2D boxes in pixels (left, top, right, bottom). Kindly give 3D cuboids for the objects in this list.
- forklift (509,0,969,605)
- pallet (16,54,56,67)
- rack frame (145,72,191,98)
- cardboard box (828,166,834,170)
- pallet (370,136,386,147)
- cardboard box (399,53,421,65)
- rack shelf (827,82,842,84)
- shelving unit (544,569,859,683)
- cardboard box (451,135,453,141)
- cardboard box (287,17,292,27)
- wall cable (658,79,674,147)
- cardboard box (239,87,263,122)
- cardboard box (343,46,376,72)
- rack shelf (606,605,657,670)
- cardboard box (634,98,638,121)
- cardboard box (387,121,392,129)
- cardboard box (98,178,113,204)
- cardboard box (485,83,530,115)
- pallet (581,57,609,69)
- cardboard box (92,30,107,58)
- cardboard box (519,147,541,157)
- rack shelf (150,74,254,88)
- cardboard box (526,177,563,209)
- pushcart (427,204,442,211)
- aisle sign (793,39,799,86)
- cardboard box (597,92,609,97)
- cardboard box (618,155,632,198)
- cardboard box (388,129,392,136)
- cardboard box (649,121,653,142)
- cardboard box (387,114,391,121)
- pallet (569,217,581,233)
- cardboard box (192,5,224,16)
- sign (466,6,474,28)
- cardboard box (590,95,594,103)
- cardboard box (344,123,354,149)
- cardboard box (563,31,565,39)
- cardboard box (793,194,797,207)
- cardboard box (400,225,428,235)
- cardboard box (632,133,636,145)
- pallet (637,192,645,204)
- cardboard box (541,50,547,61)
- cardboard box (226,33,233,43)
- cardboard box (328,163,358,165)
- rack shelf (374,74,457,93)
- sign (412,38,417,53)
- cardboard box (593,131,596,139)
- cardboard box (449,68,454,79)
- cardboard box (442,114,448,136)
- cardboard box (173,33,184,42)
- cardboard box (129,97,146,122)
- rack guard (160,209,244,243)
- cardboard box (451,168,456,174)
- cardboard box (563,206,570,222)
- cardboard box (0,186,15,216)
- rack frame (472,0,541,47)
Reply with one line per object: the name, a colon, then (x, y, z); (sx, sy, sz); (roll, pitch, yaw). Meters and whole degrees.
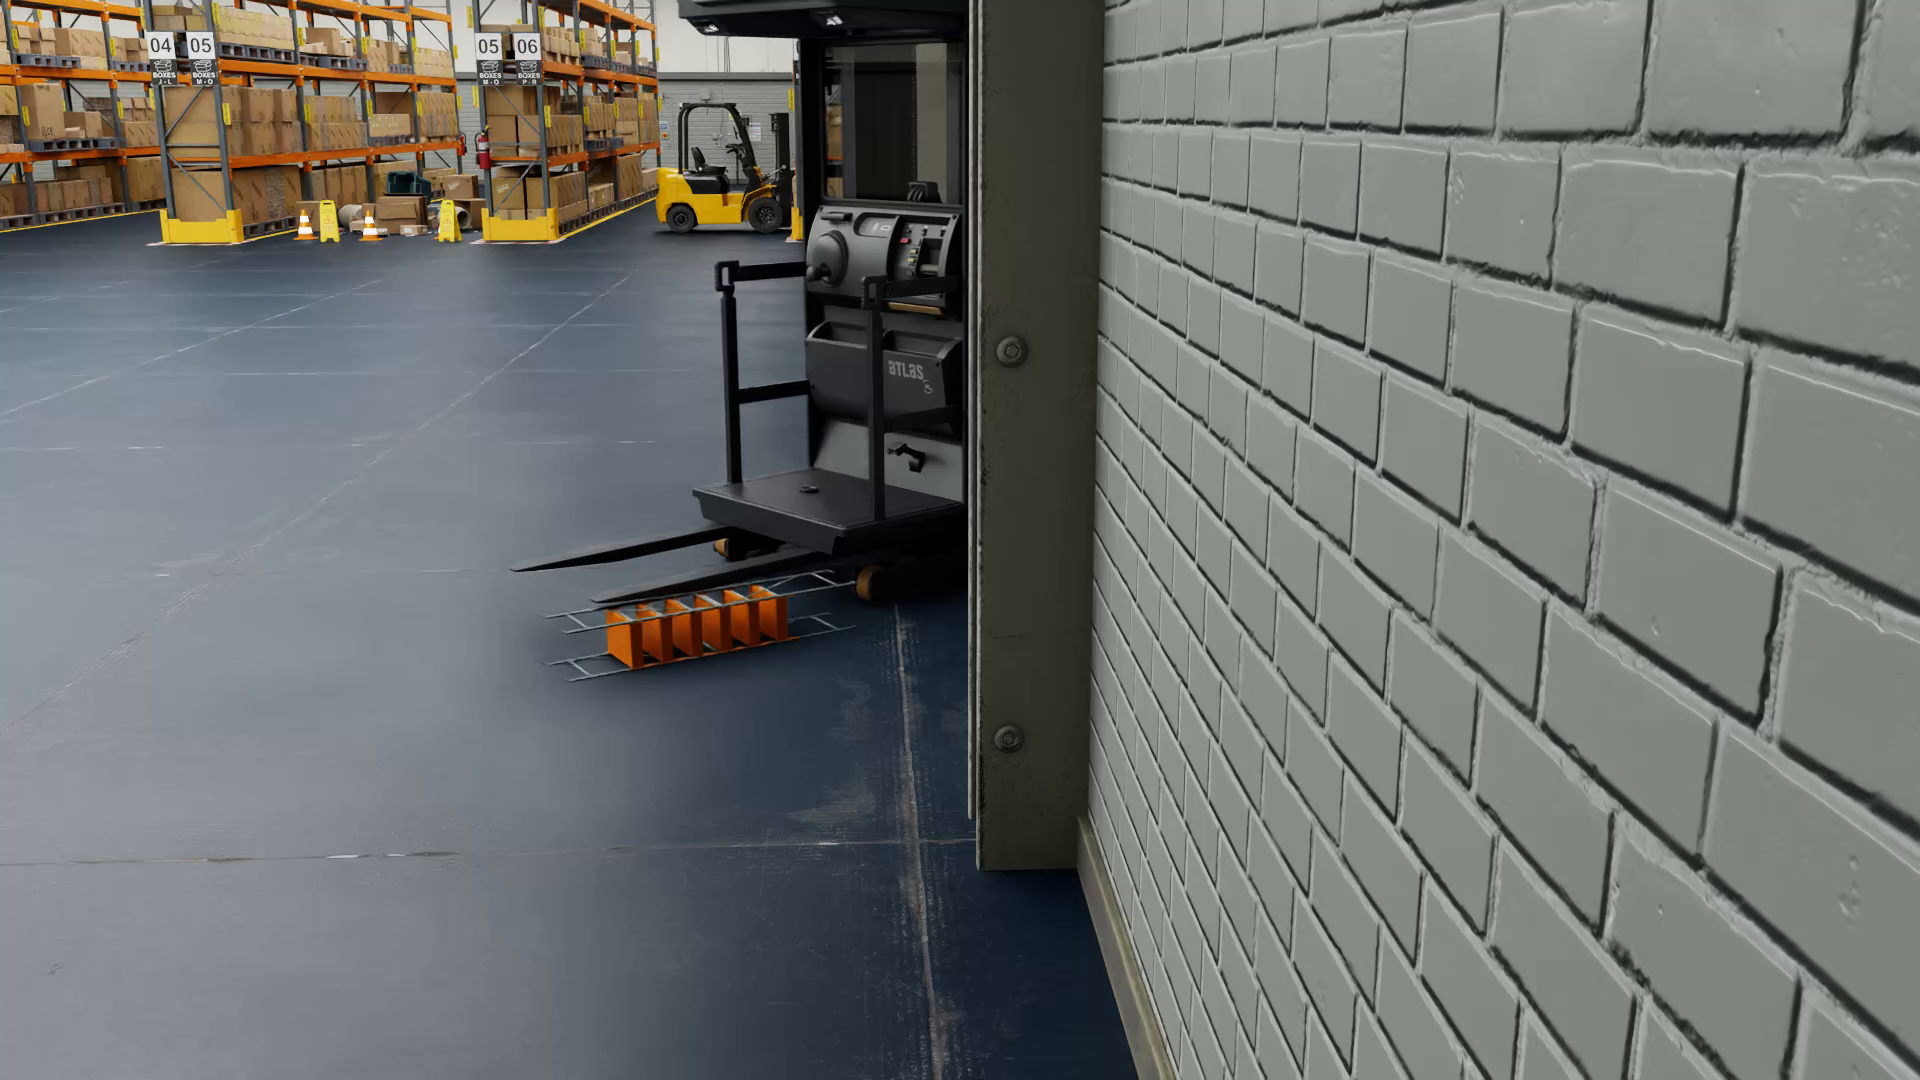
forklift: (-0.498, -1.293, 7.170); (3.031, 2.935, 1.130); (-14, 20, -42)
pallet: (-17.178, -8.667, 30.050); (1.213, 0.211, 1.003); (-1, 14, -3)
rack frame: (-17.741, -9.140, 37.530); (1.000, 3.000, 0.127); (-1, 14, -3)
cardboard box: (-2.923, -8.001, 35.977); (0.380, 0.149, 0.250); (0, 14, -2)
pallet: (-12.687, -8.279, 34.570); (1.213, 0.211, 1.003); (-1, 14, -3)
cardboard box: (-12.575, -10.937, 37.792); (0.500, 0.250, 0.500); (0, 14, -2)
rack shelf: (-3.020, -10.972, 40.075); (1.077, 0.370, 4.000); (-1, 14, -3)
shelving unit: (-0.973, 0.318, 6.404); (1.200, 0.189, 0.258); (-9, 17, -32)
cardboard box: (-12.752, -9.925, 41.087); (0.380, 0.149, 0.250); (-1, 14, -4)
cardboard box: (-11.948, -9.085, 29.156); (0.380, 0.149, 0.250); (-1, 14, -4)
wall cable: (-8.471, -12.197, 47.309); (0.585, 1.953, 0.123); (-1, 14, -3)
cardboard box: (-12.051, -7.172, 27.414); (0.875, 0.550, 0.550); (-1, 14, -3)
cardboard box: (-12.307, -9.844, 34.045); (0.500, 0.500, 0.500); (-1, 14, -3)
rack shelf: (-1.237, 0.361, 6.236); (0.103, 0.180, 0.258); (-9, 17, -32)
cardboard box: (-7.572, -9.718, 37.571); (0.500, 0.500, 0.500); (0, 14, -2)
cardboard box: (-12.468, -8.933, 35.790); (0.380, 0.149, 0.250); (0, 14, -1)
cardboard box: (-17.432, -6.981, 33.274); (0.700, 0.500, 0.500); (-2, 15, -6)
cardboard box: (-7.357, -7.109, 26.832); (0.700, 0.500, 0.500); (-1, 14, -5)
pallet: (-7.354, -9.078, 31.647); (1.213, 0.211, 1.003); (-1, 14, -3)
cardboard box: (-17.214, -9.774, 32.769); (0.500, 0.500, 0.500); (-1, 14, -2)
cardboard box: (-6.921, -6.275, 26.897); (0.380, 0.149, 0.250); (-1, 14, -3)
rack shelf: (-17.865, -10.742, 39.179); (1.077, 0.370, 4.000); (-1, 14, -3)
cardboard box: (-6.883, -5.754, 27.541); (0.500, 0.500, 0.500); (-1, 14, -5)
pushcart: (-9.627, -5.986, 30.533); (1.648, 0.377, 0.936); (-6, 16, -23)
aisle sign: (-2.442, -7.624, 26.422); (0.394, 0.787, 0.004); (-1, 14, -3)
cardboard box: (-8.187, -10.211, 38.185); (0.380, 0.149, 0.250); (-1, 14, -5)
cardboard box: (-7.614, -7.867, 36.006); (0.875, 0.875, 0.875); (-1, 14, -3)
cardboard box: (-12.462, -8.787, 35.820); (0.380, 0.149, 0.250); (-1, 14, -5)
cardboard box: (-7.702, -9.839, 40.047); (0.500, 0.500, 0.500); (0, 14, -2)
cardboard box: (-12.467, -9.073, 35.738); (0.380, 0.149, 0.250); (-1, 14, -4)
pallet: (-7.199, -5.482, 28.910); (1.003, 0.211, 1.213); (-1, 14, -3)
cardboard box: (-11.744, -8.264, 25.966); (0.380, 0.149, 0.250); (-1, 14, -3)
sign: (-7.662, -8.186, 26.027); (0.100, 0.325, 0.005); (-1, 14, -3)
cardboard box: (-7.201, -8.404, 31.729); (0.380, 0.149, 0.250); (0, 14, 0)
cardboard box: (-12.181, -7.889, 32.466); (0.500, 0.500, 0.500); (-1, 14, -4)
cardboard box: (-6.970, -8.623, 28.406); (0.380, 0.149, 0.250); (-1, 14, -3)
cardboard box: (-2.495, -5.616, 27.506); (0.500, 0.250, 0.500); (-1, 14, -4)
cardboard box: (-9.204, -5.222, 28.026); (0.380, 0.149, 0.250); (7, 16, 26)
cardboard box: (-7.541, -8.986, 37.232); (0.500, 0.250, 0.500); (-1, 14, -4)
pallet: (-7.727, -7.752, 37.731); (1.003, 0.211, 1.213); (-1, 14, -3)
cardboard box: (-6.803, -7.727, 26.523); (0.380, 0.149, 0.250); (-1, 14, -3)
cardboard box: (-11.759, -7.943, 26.320); (0.380, 0.149, 0.250); (-1, 14, -3)
cardboard box: (-12.841, -7.719, 34.674); (0.500, 0.250, 0.500); (-1, 14, -5)
rack shelf: (-12.909, -10.793, 39.379); (1.077, 0.370, 4.000); (-1, 14, -3)
sign: (-12.231, -11.095, 37.279); (0.100, 0.325, 0.005); (-1, 14, -3)
cardboard box: (-7.148, -7.724, 31.686); (0.380, 0.149, 0.250); (-1, 14, -3)
cardboard box: (-12.740, -11.457, 40.817); (0.500, 0.250, 0.500); (-1, 14, -5)
cardboard box: (-12.680, -10.017, 40.140); (0.500, 0.500, 0.500); (-1, 14, -3)
cardboard box: (-12.400, -7.867, 26.024); (0.380, 0.149, 0.250); (-1, 14, -4)
cardboard box: (-17.560, -9.024, 34.864); (0.797, 0.503, 0.637); (-1, 14, -2)
rack guard: (-12.040, -4.990, 26.419); (1.175, 0.500, 0.348); (-1, 14, -3)
cardboard box: (-12.747, -9.169, 41.328); (0.380, 0.149, 0.250); (-1, 14, -3)
cardboard box: (-6.905, -5.512, 28.106); (0.500, 0.250, 0.500); (0, 14, -1)
cardboard box: (-17.261, -6.043, 29.667); (0.500, 0.500, 0.500); (-1, 14, -5)
rack frame: (-7.107, -9.214, 25.778); (1.000, 3.000, 0.127); (-1, 14, -3)
